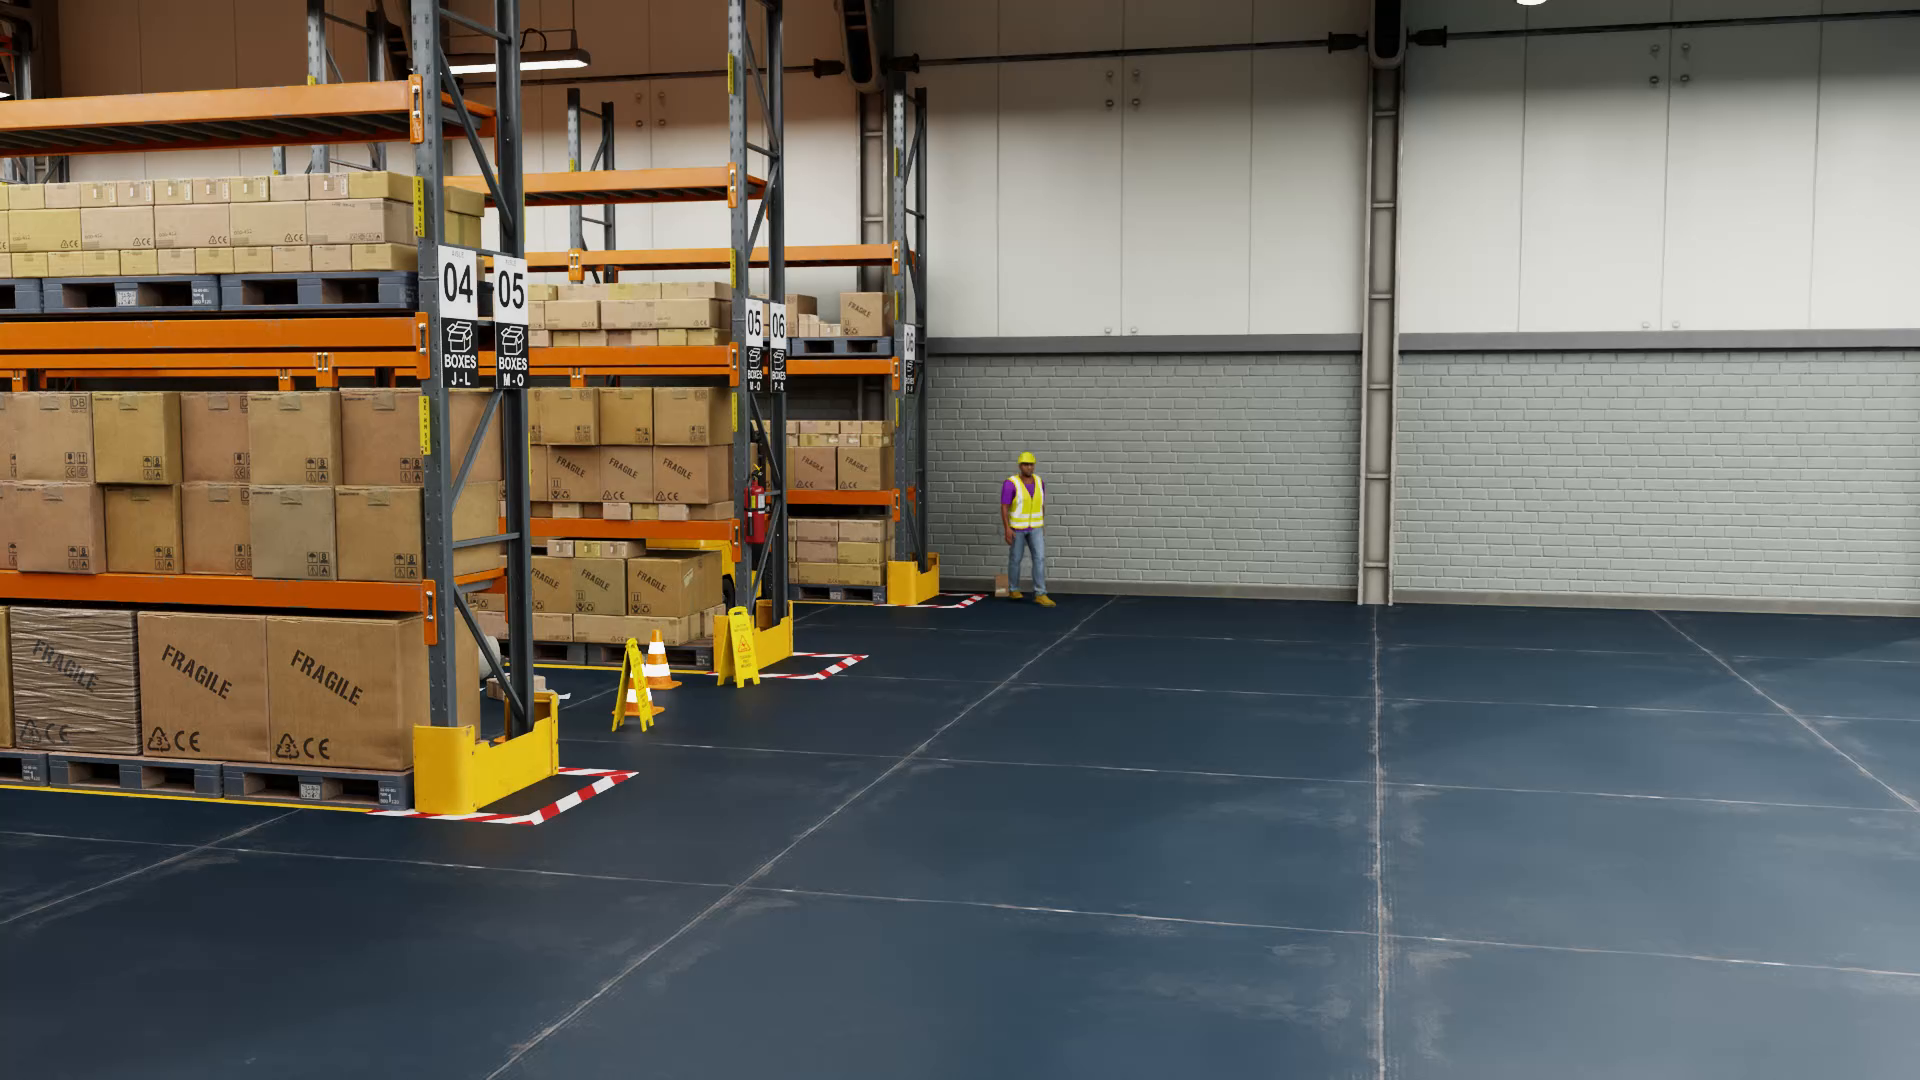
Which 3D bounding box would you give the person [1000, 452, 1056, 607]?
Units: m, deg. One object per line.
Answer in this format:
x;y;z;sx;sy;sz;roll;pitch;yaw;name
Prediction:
0.752;-0.141;19.032;0.605;1.735;0.878;-2;5;-18;person
